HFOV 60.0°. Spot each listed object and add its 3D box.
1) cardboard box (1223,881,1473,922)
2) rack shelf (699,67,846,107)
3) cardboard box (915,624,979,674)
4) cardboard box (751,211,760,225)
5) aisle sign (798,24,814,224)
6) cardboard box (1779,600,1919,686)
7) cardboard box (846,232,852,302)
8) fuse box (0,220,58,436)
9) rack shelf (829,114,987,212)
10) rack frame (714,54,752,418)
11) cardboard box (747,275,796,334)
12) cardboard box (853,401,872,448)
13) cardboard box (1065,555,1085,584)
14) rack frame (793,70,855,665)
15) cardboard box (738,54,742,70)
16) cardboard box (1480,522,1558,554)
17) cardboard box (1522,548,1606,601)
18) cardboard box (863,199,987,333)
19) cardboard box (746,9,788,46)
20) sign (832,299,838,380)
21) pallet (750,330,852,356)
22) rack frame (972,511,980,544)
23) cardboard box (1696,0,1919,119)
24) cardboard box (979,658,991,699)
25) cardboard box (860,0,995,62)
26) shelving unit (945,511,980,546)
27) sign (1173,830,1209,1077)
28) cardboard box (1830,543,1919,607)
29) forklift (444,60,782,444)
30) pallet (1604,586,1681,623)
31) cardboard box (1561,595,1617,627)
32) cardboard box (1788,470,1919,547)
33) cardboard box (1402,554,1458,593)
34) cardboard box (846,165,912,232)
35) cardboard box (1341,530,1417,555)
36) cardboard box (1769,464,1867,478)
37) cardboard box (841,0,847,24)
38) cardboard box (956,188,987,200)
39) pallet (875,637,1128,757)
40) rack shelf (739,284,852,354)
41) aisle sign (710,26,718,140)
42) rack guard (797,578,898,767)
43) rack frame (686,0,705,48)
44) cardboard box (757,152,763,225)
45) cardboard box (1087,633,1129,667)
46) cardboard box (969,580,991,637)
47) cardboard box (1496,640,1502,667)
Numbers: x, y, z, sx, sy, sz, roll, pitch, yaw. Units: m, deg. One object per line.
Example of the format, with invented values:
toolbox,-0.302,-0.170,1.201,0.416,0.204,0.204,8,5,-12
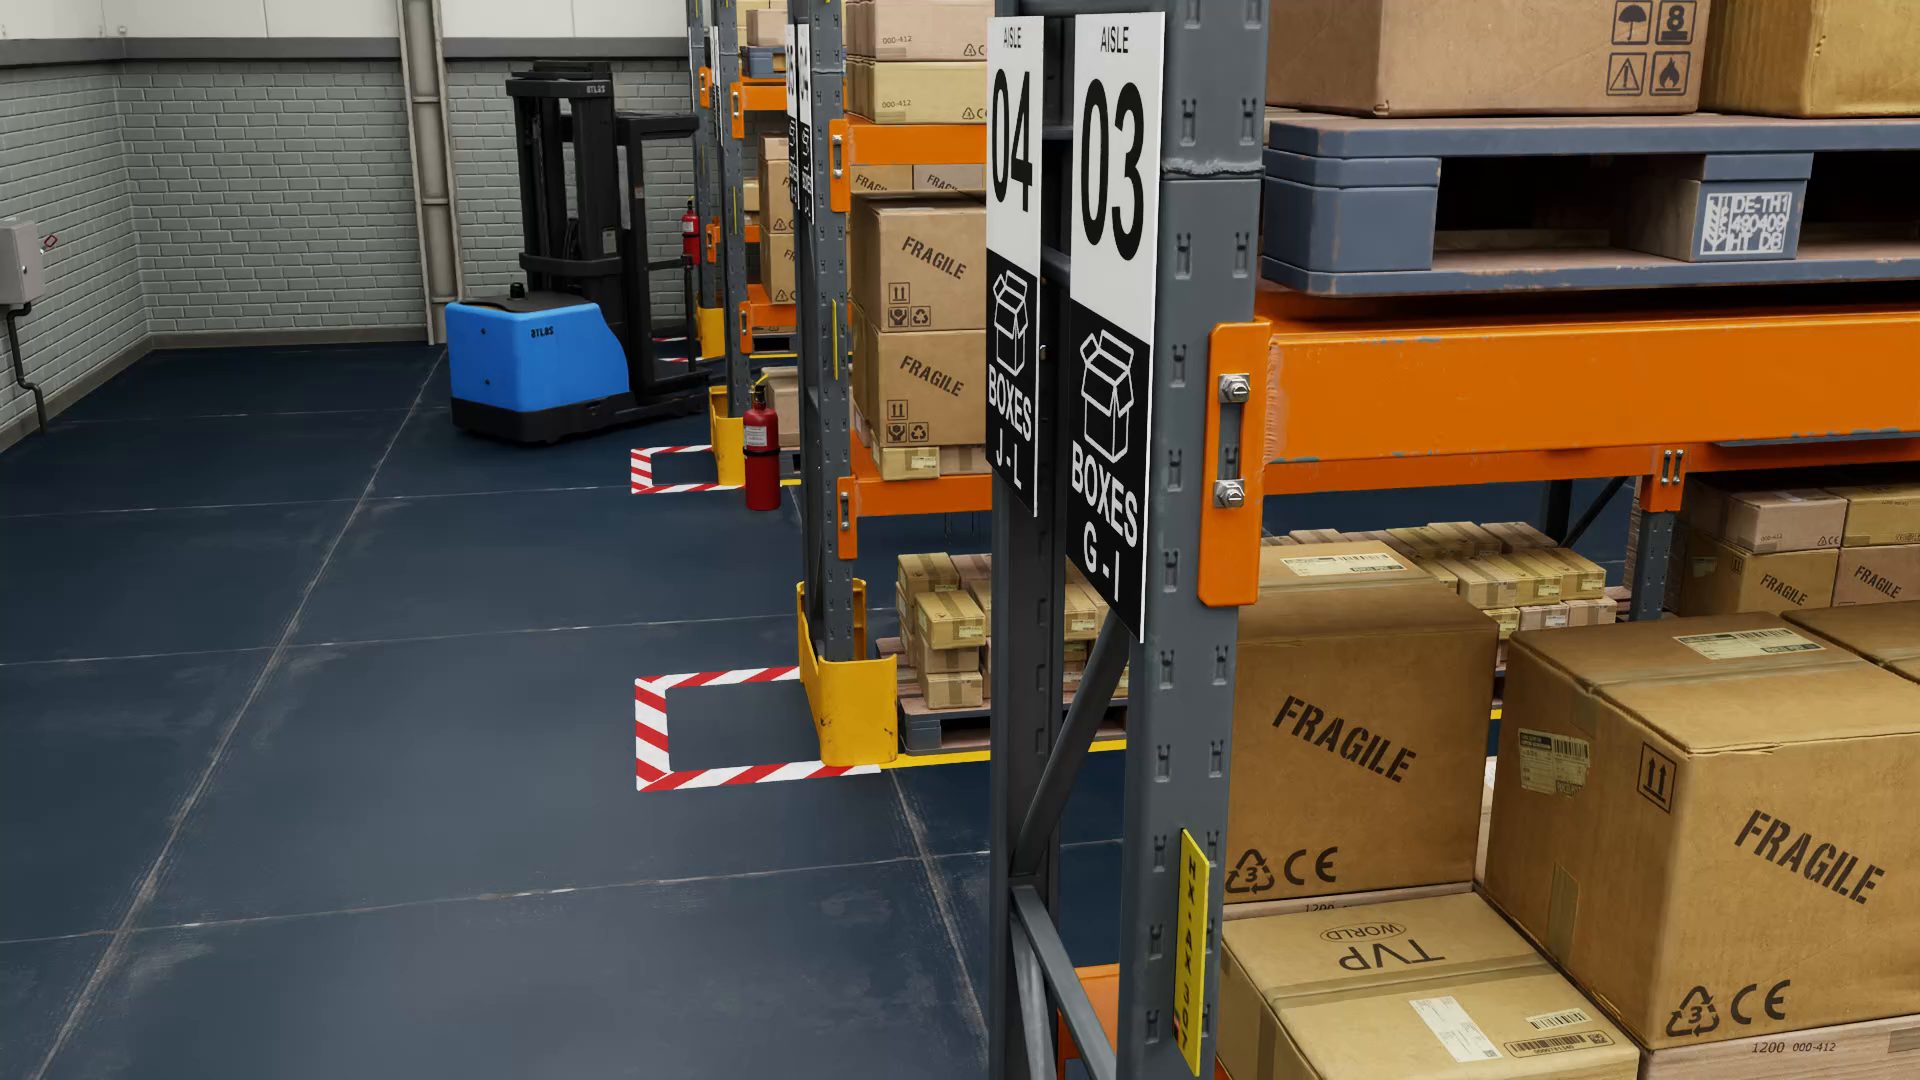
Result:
cardboard box,0.640,0.680,3.238,0.500,0.250,0.500,-4,17,-11
rack shelf,-0.647,-4.635,16.910,4.000,0.370,1.077,-3,17,-10
cardboard box,-0.064,0.483,7.764,0.250,0.149,0.380,-3,17,-8
cardboard box,-1.995,-3.280,16.811,0.250,0.149,0.380,-3,17,-9
aisle sign,-0.642,-1.734,6.920,0.004,0.787,0.394,-3,17,-10
cardboard box,1.735,0.417,2.815,0.500,0.500,0.500,-4,17,-12
cardboard box,-0.649,-2.031,12.145,0.500,0.500,0.500,-3,17,-11
fuse box,-7.453,-1.680,13.367,0.414,1.711,0.539,-3,17,-10
rack shelf,1.336,-1.783,7.625,4.000,0.370,1.077,-3,17,-10
rack frame,-1.666,-2.003,12.224,0.127,3.000,1.000,-3,17,-10
cardboard box,-1.992,-2.448,17.209,0.637,0.503,0.797,-4,18,-13
cardboard box,-0.361,-0.561,7.958,0.250,0.149,0.380,-3,17,-10
cardboard box,0.598,0.149,8.345,0.250,0.149,0.380,-4,18,-13
rack frame,-0.627,-0.582,7.597,0.127,3.000,1.000,-3,17,-10
cardboard box,-2.254,-4.698,16.318,0.250,0.149,0.380,-3,17,-9
cardboard box,2.922,0.033,8.724,0.250,0.149,0.380,-3,17,-8
cardboard box,3.000,0.168,8.283,0.250,0.149,0.380,-3,17,-9
cardboard box,-0.136,-1.198,7.224,0.500,0.500,0.500,-3,17,-11
cardboard box,-1.241,-3.665,11.896,0.500,0.250,0.500,-5,18,-16
sign,-0.524,-0.839,6.960,0.005,0.325,0.100,-3,17,-10
pallet,-1.754,-2.149,17.451,1.213,0.211,1.003,-3,17,-10
rack frame,0.104,-0.579,10.655,0.006,1.200,0.240,-3,17,-10
cardboard box,1.290,-0.917,2.525,0.500,0.500,0.700,-4,17,-12
cardboard box,0.189,0.605,7.873,0.250,0.149,0.380,-3,17,-11
cardboard box,-0.137,-2.133,6.942,0.500,0.250,0.500,-3,17,-10
shelving unit,0.014,-0.574,10.638,0.189,1.200,0.258,-3,17,-10
sign,0.314,0.562,2.262,0.005,0.325,0.100,-3,17,-10
cardboard box,4.595,0.195,8.610,0.500,0.500,0.500,-2,17,-8
forklift,-2.849,-2.531,14.059,1.130,2.935,3.031,13,21,37
pallet,4.064,0.485,8.874,1.213,0.211,1.003,-3,17,-10
cardboard box,3.051,0.325,8.280,0.250,0.149,0.380,-3,17,-9
cardboard box,4.598,-0.164,8.502,0.500,0.250,0.500,-3,17,-9
cardboard box,2.244,0.202,8.174,0.250,0.149,0.380,-3,17,-9
cardboard box,-0.634,-2.504,11.983,0.500,0.500,0.500,-4,17,-12
cardboard box,2.150,0.080,8.569,0.250,0.149,0.380,-4,17,-12
cardboard box,4.490,-0.308,8.970,0.500,0.250,0.500,-2,17,-8
cardboard box,-1.134,-5.184,16.370,0.500,0.250,0.500,-4,17,-11
cardboard box,0.272,-1.375,7.800,0.500,0.500,0.500,-4,17,-12
pallet,0.252,0.712,8.134,1.213,0.211,1.003,-3,17,-10
rack shelf,0.298,-1.771,12.693,4.000,0.370,1.077,-3,17,-10
aisle sign,-1.795,-3.331,12.121,0.004,0.787,0.394,-3,17,-10
rack guard,-0.553,0.609,7.977,0.348,0.500,1.175,-3,17,-10
rack frame,-2.611,-6.301,16.002,0.127,3.000,1.000,-3,17,-10
cardboard box,-1.238,-2.624,12.374,0.500,0.500,0.500,-3,17,-9
cardboard box,0.711,0.462,7.833,0.250,0.149,0.380,-3,17,-9
cardboard box,0.199,0.315,7.805,0.250,0.149,0.380,-3,17,-9
cardboard box,2.461,0.501,8.211,0.250,0.149,0.380,-4,17,-12
